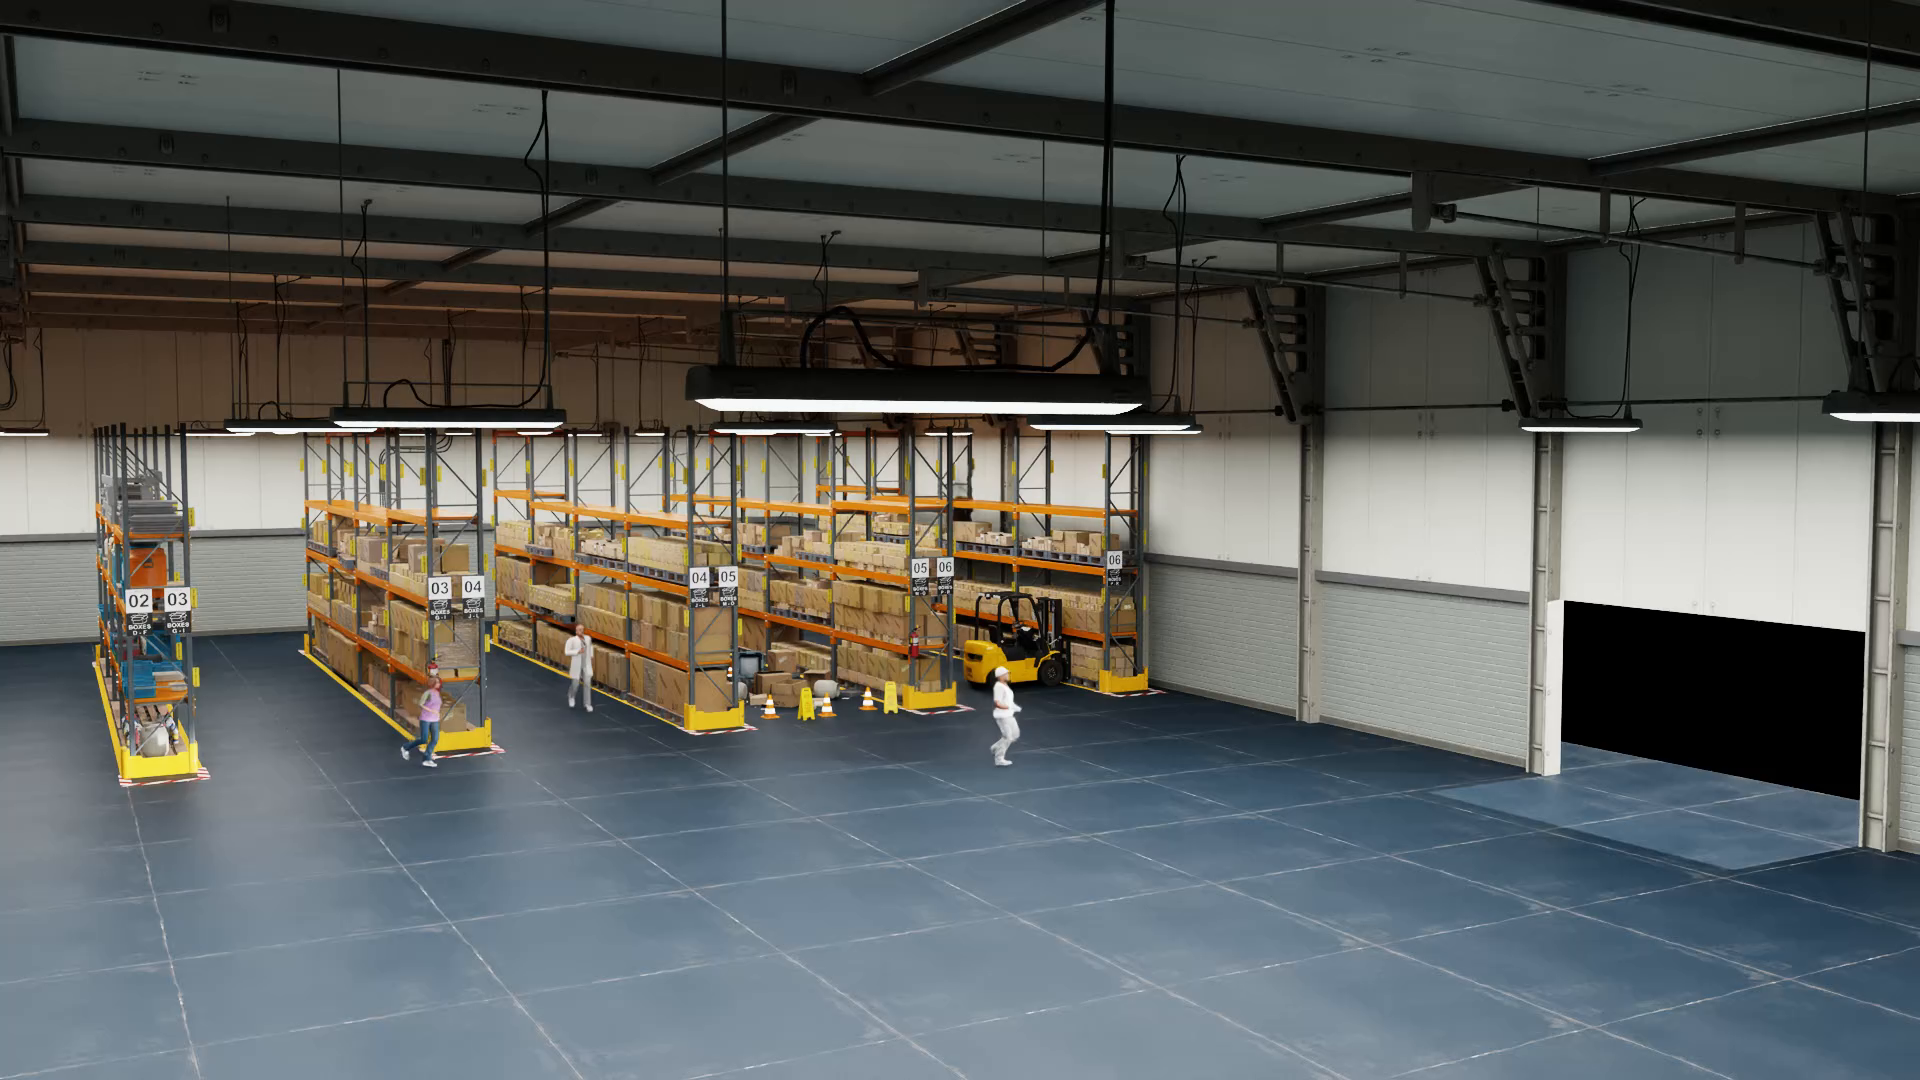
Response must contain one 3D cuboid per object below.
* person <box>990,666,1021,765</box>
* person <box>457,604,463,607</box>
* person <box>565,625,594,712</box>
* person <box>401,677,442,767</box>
[{"bbox_3d":[0.810,3.081,29.146,0.599,1.736,0.672,1,4,11],"label":"person"},{"bbox_3d":[-13.305,2.192,44.623,0.586,1.678,0.955,-1,4,-22],"label":"person"},{"bbox_3d":[-8.030,2.680,35.107,0.714,1.798,1.007,-2,4,-34],"label":"person"},{"bbox_3d":[-9.417,3.186,29.345,0.754,1.535,0.596,1,4,19],"label":"person"}]
